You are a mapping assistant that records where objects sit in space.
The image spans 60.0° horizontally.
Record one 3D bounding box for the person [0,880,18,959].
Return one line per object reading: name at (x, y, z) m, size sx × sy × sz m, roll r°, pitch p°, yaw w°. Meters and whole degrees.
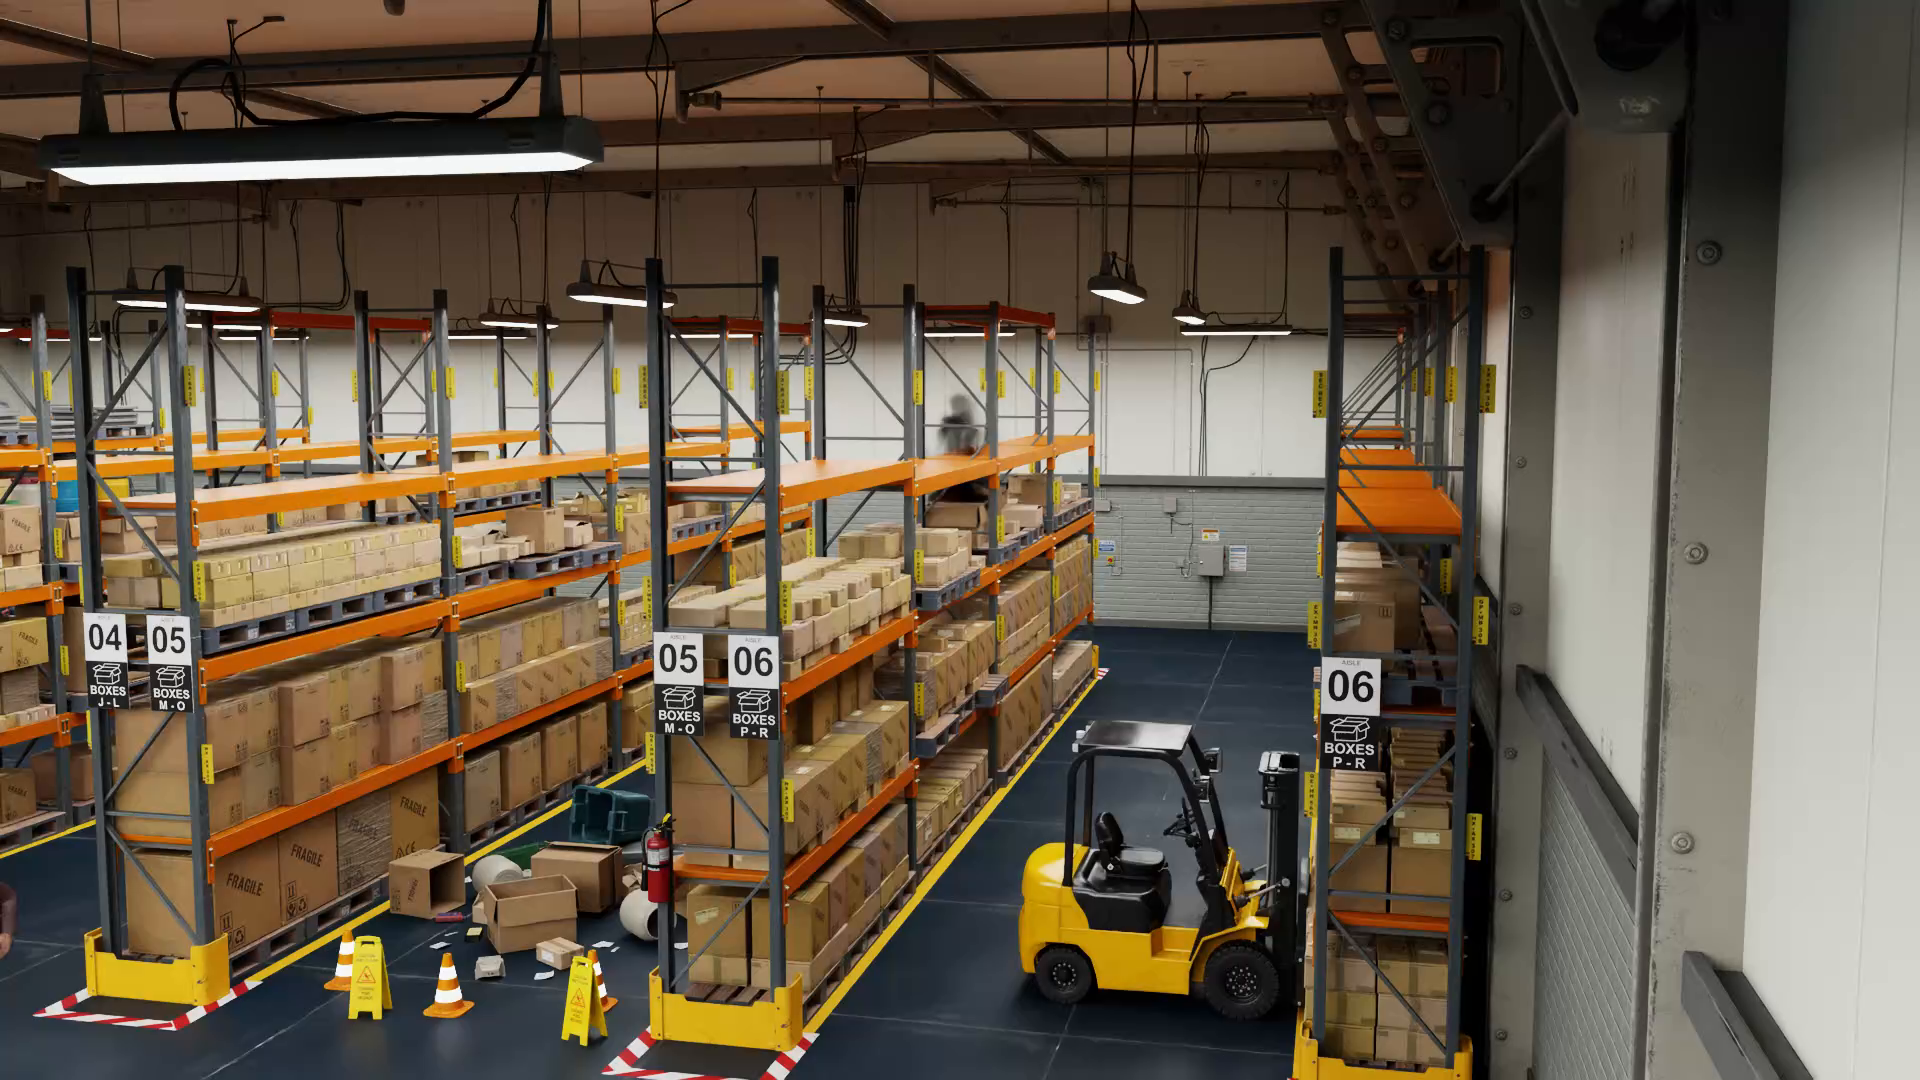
person at (-7.291, 3.088, 12.113) m, size 0.746 × 1.742 × 0.688 m, roll -2°, pitch 6°, yaw -23°
